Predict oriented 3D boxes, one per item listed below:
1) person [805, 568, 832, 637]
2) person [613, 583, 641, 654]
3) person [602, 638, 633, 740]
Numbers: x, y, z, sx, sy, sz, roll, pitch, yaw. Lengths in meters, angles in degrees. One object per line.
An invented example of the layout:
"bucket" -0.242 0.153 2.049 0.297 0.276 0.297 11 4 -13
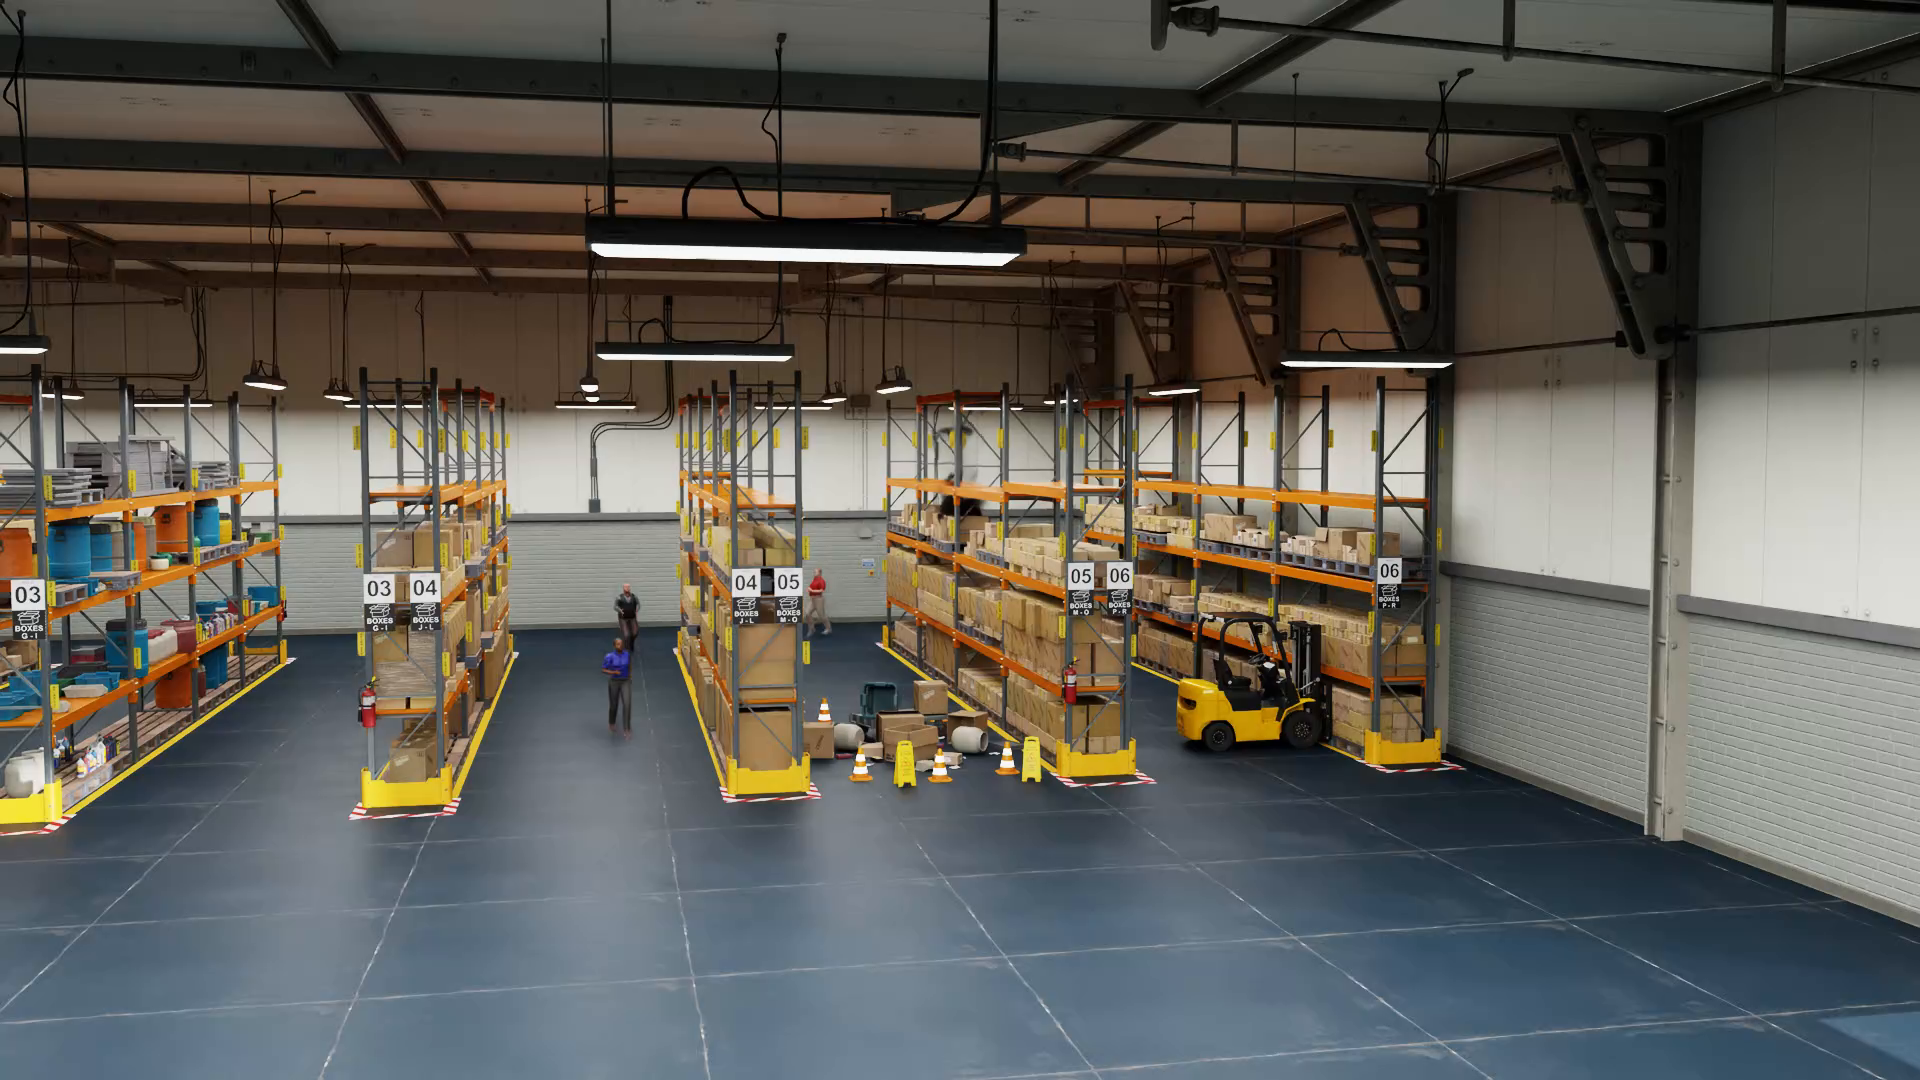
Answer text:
"person" -3.649 1.620 42.574 0.778 1.801 0.633 -3 4 -40
"person" -7.741 1.847 38.813 0.651 1.675 0.585 -1 4 -22
"person" -5.786 2.490 28.133 0.569 1.696 0.851 -2 4 -24
